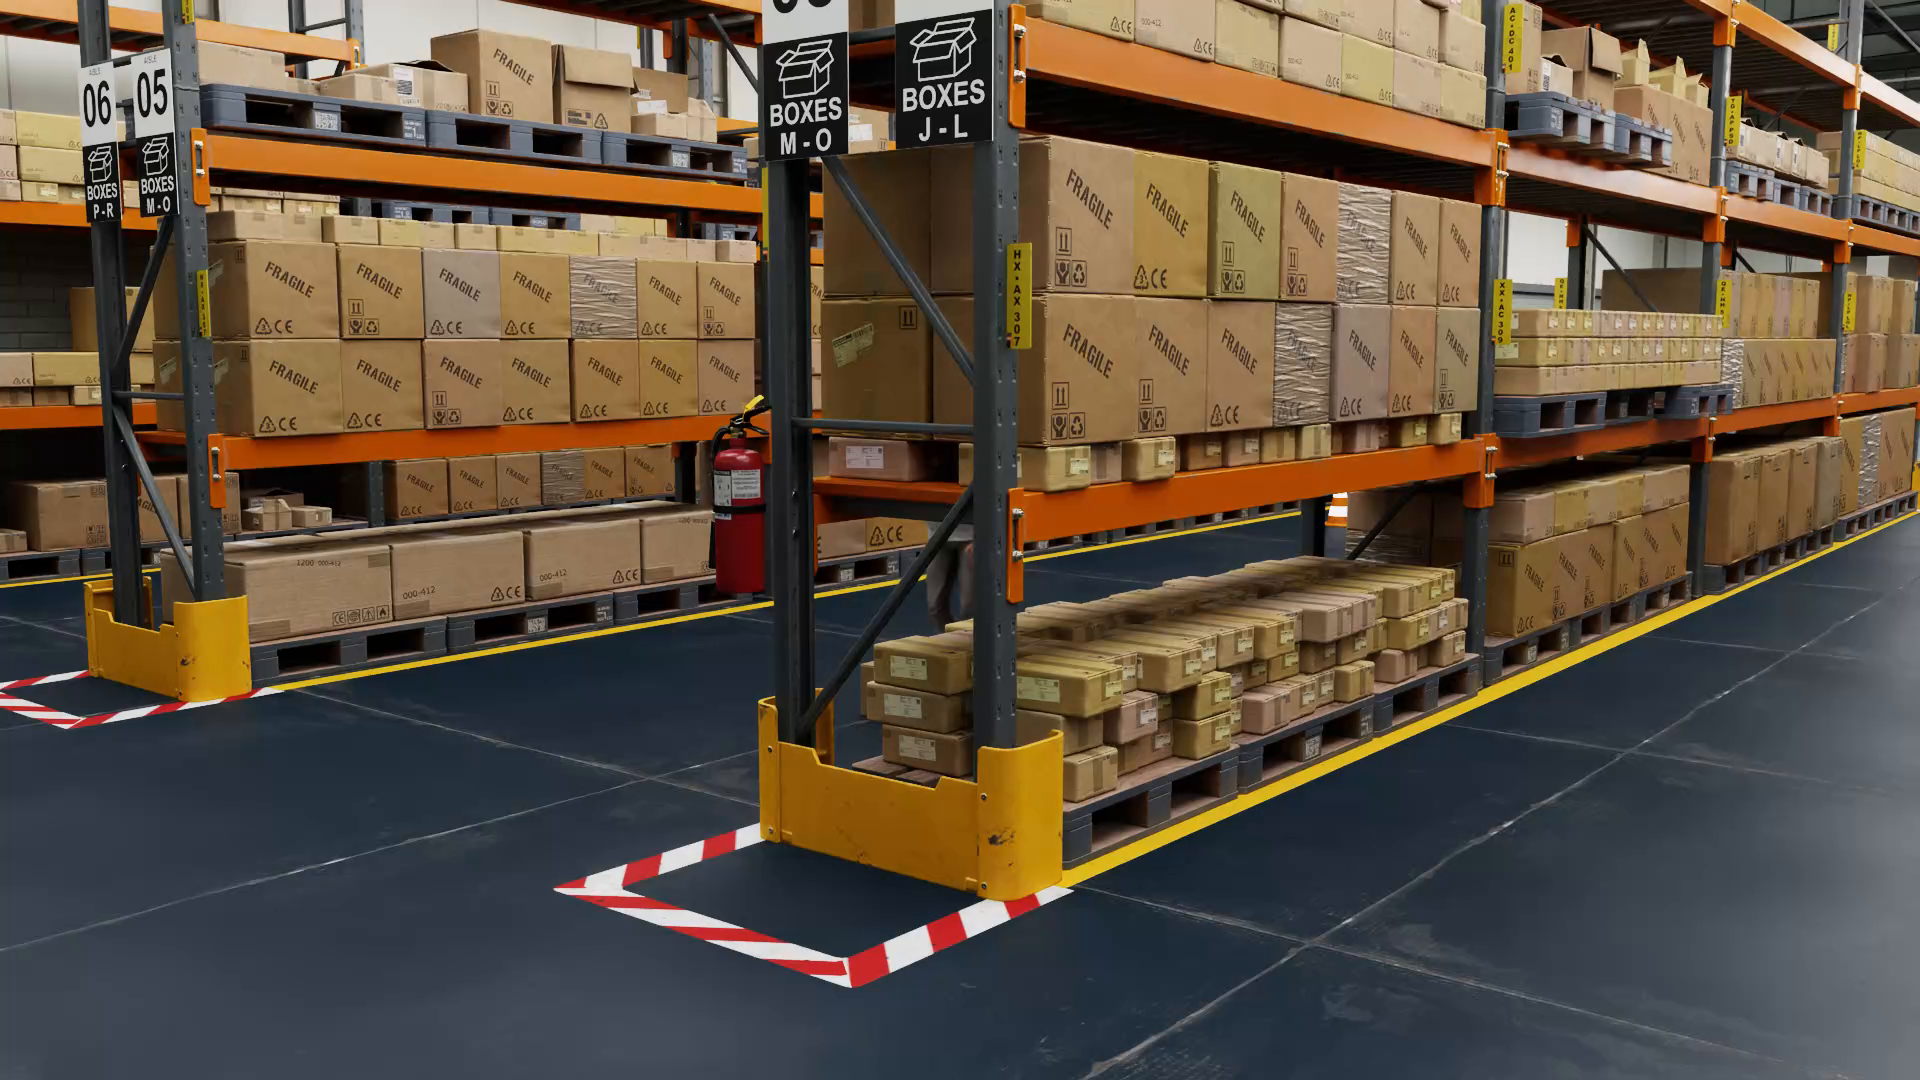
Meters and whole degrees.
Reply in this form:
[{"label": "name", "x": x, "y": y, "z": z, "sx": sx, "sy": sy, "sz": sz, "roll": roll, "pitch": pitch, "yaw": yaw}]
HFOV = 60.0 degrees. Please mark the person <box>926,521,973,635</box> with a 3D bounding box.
[{"label": "person", "x": 0.015, "y": 0.016, "z": 8.312, "sx": 0.412, "sy": 1.587, "sz": 0.316, "roll": 6, "pitch": 9, "yaw": 39}]
